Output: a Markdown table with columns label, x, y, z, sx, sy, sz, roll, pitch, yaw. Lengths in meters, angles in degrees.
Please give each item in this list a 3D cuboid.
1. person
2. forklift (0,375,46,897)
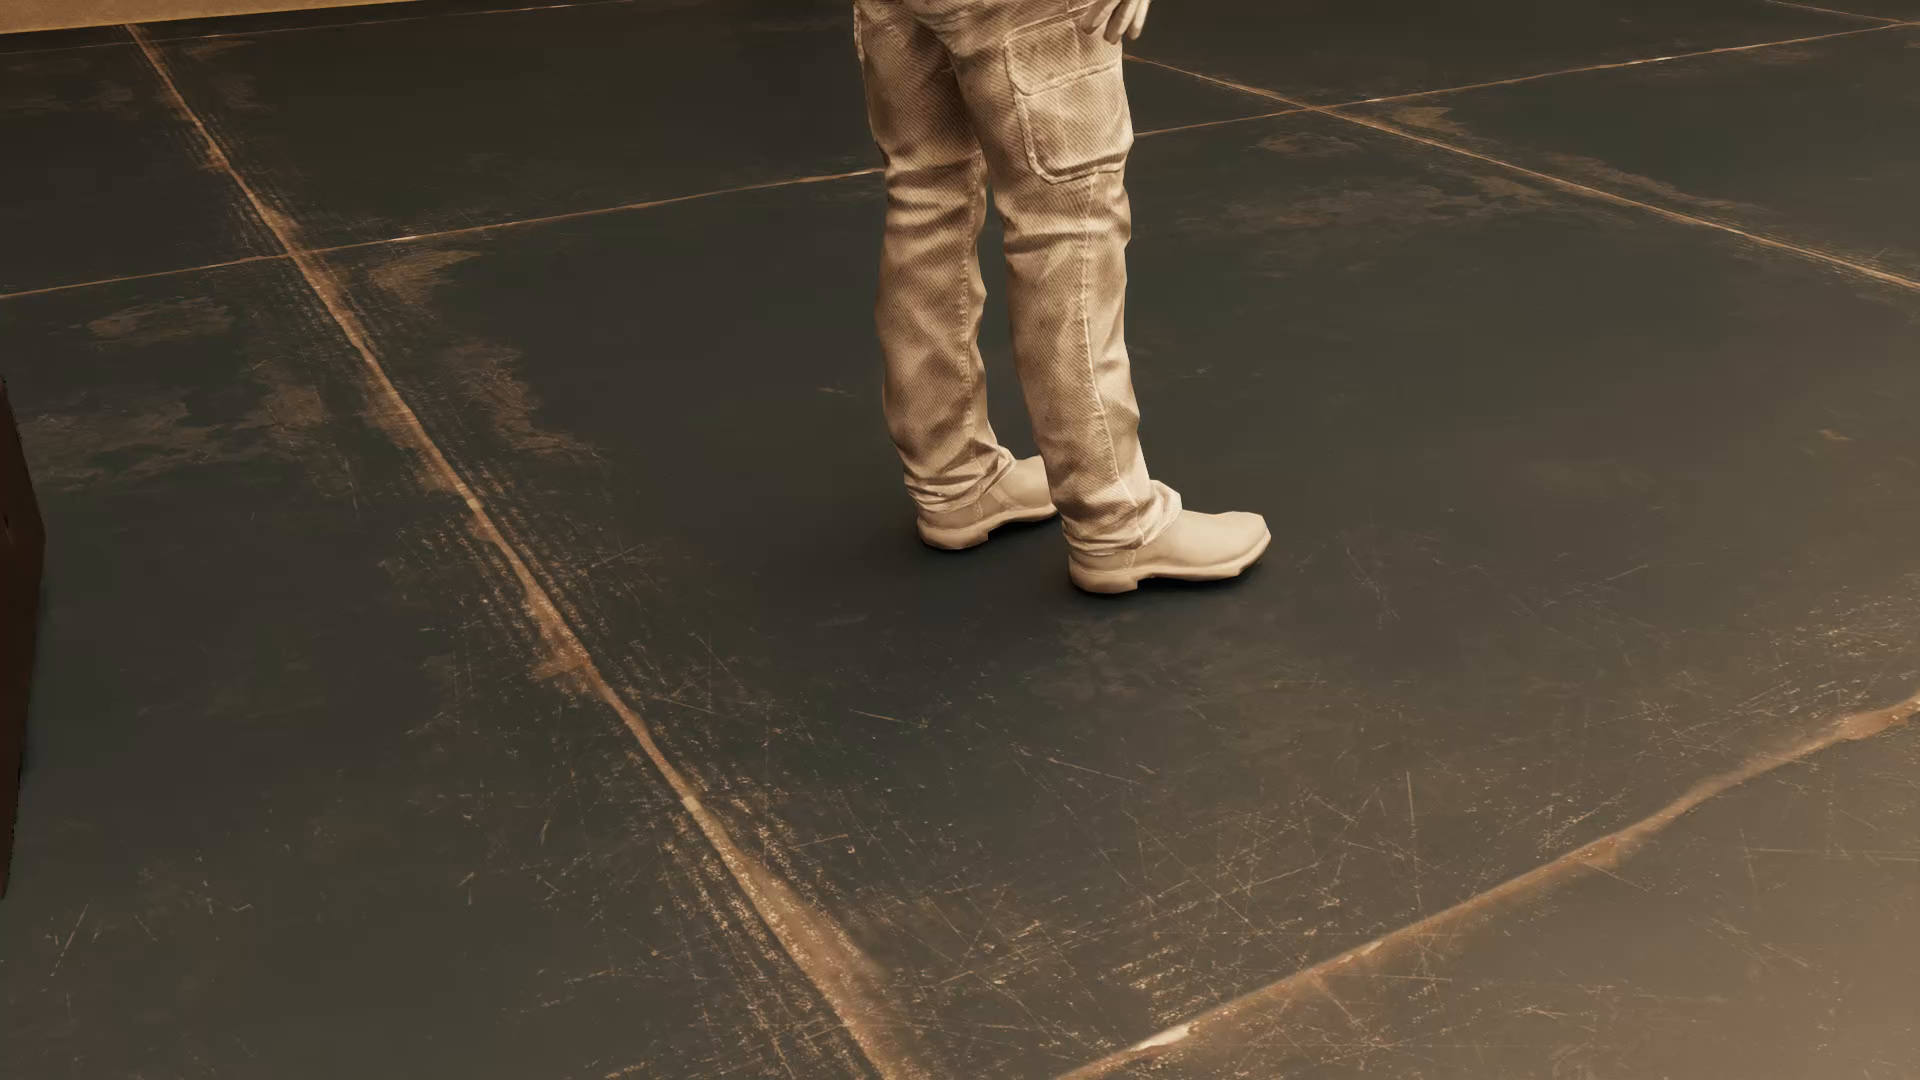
| label | x | y | z | sx | sy | sz | roll | pitch | yaw |
| --- | --- | --- | --- | --- | --- | --- | --- | --- | --- |
| person | 0.067 | -0.815 | 2.119 | 0.575 | 1.785 | 0.657 | -15 | 30 | -26 |
| forklift | -2.509 | -0.797 | 0.831 | 3.031 | 2.935 | 1.130 | -11 | 29 | -21 |
